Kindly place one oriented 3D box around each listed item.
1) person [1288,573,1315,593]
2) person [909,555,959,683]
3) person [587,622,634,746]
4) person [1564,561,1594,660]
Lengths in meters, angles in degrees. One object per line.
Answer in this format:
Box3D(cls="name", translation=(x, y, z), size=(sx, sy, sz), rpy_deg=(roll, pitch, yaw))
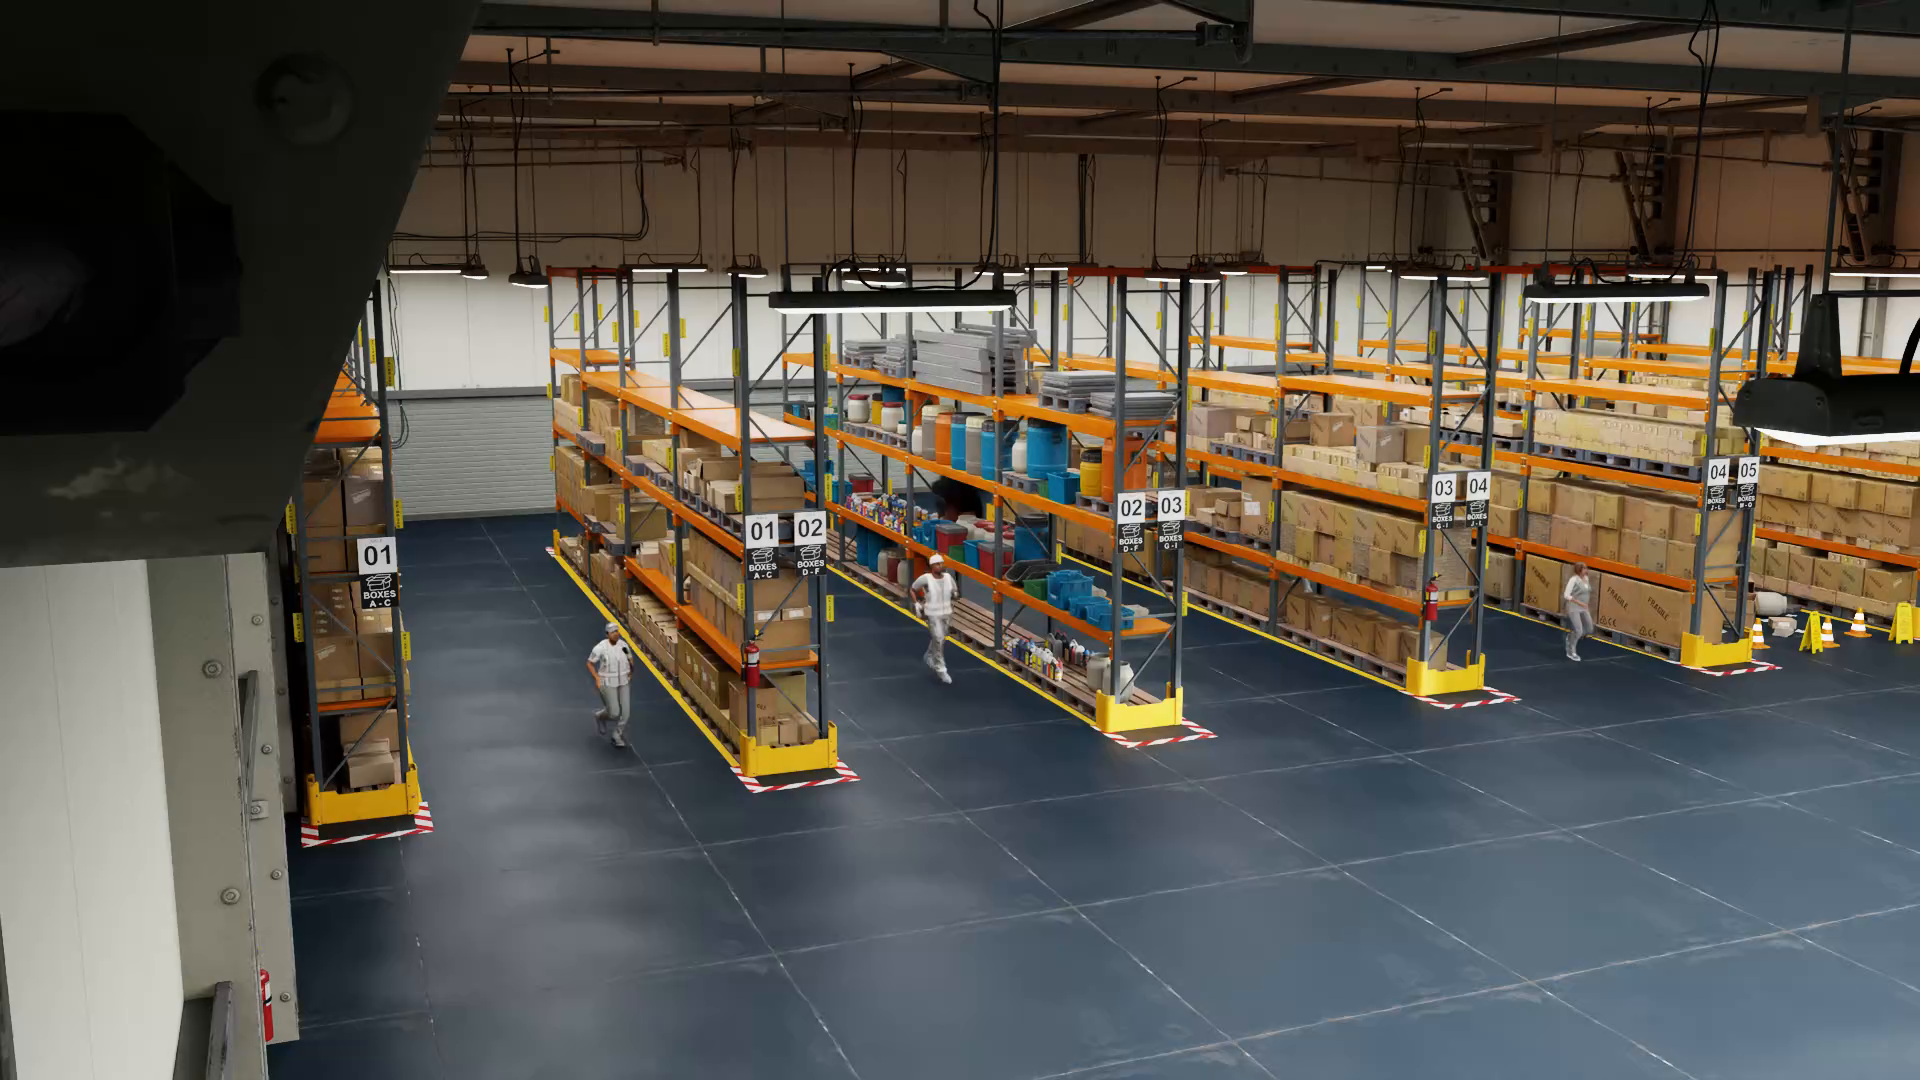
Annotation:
Box3D(cls="person", translation=(6.354, 0.104, 30.829), size=(0.728, 1.762, 1.033), rpy_deg=(-4, 11, -21))
Box3D(cls="person", translation=(-0.326, 1.114, 24.377), size=(0.671, 1.815, 0.897), rpy_deg=(-7, 12, -35))
Box3D(cls="person", translation=(-4.448, 1.856, 21.395), size=(0.607, 1.603, 0.551), rpy_deg=(-7, 12, -36))
Box3D(cls="person", translation=(9.608, 1.145, 25.859), size=(0.543, 1.475, 0.530), rpy_deg=(-6, 11, -30))
